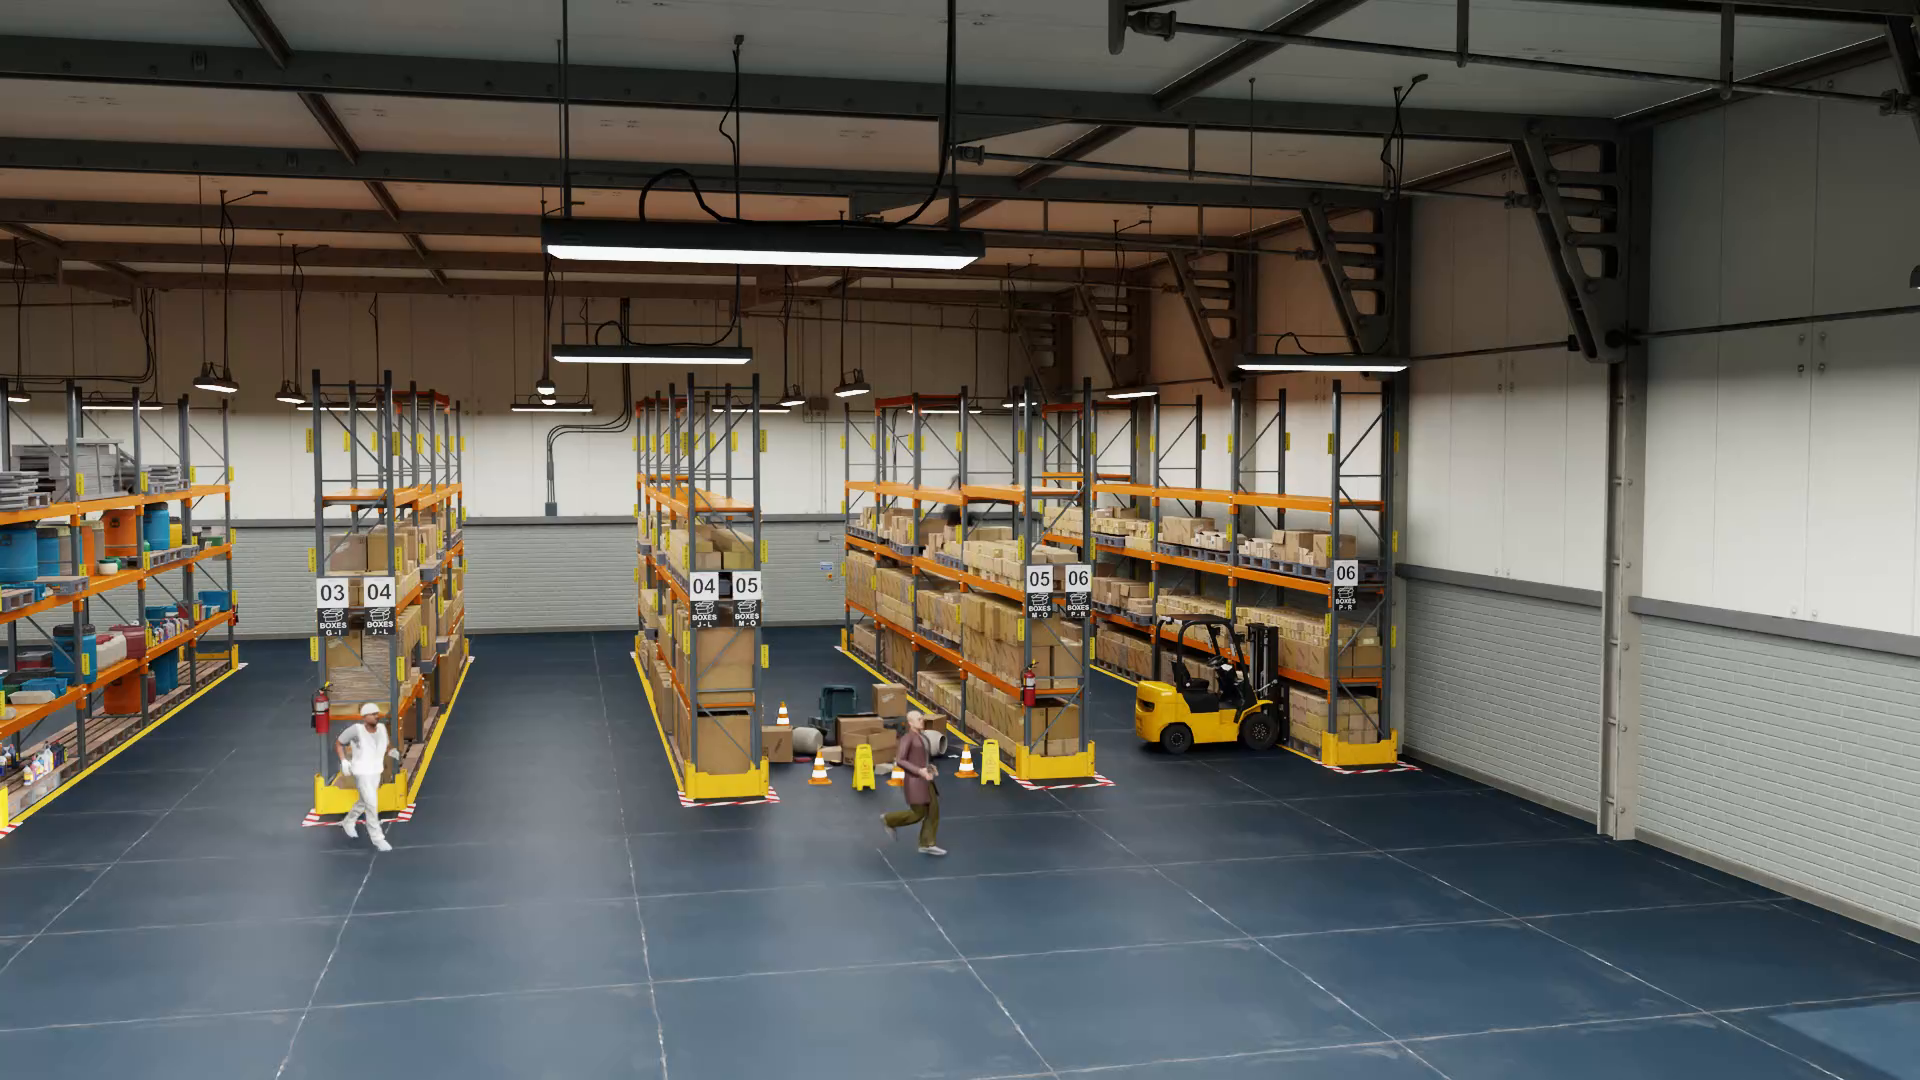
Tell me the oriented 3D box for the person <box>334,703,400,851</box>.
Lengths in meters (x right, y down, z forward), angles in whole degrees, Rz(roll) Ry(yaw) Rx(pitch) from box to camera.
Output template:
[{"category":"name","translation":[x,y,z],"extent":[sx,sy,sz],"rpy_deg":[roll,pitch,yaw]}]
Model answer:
[{"category":"person","translation":[-7.403,2.915,20.712],"extent":[0.974,1.802,0.626],"rpy_deg":[2,4,27]}]

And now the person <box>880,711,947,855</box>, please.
[{"category":"person","translation":[-0.542,2.955,20.329],"extent":[0.860,1.748,0.708],"rpy_deg":[2,4,26]}]
